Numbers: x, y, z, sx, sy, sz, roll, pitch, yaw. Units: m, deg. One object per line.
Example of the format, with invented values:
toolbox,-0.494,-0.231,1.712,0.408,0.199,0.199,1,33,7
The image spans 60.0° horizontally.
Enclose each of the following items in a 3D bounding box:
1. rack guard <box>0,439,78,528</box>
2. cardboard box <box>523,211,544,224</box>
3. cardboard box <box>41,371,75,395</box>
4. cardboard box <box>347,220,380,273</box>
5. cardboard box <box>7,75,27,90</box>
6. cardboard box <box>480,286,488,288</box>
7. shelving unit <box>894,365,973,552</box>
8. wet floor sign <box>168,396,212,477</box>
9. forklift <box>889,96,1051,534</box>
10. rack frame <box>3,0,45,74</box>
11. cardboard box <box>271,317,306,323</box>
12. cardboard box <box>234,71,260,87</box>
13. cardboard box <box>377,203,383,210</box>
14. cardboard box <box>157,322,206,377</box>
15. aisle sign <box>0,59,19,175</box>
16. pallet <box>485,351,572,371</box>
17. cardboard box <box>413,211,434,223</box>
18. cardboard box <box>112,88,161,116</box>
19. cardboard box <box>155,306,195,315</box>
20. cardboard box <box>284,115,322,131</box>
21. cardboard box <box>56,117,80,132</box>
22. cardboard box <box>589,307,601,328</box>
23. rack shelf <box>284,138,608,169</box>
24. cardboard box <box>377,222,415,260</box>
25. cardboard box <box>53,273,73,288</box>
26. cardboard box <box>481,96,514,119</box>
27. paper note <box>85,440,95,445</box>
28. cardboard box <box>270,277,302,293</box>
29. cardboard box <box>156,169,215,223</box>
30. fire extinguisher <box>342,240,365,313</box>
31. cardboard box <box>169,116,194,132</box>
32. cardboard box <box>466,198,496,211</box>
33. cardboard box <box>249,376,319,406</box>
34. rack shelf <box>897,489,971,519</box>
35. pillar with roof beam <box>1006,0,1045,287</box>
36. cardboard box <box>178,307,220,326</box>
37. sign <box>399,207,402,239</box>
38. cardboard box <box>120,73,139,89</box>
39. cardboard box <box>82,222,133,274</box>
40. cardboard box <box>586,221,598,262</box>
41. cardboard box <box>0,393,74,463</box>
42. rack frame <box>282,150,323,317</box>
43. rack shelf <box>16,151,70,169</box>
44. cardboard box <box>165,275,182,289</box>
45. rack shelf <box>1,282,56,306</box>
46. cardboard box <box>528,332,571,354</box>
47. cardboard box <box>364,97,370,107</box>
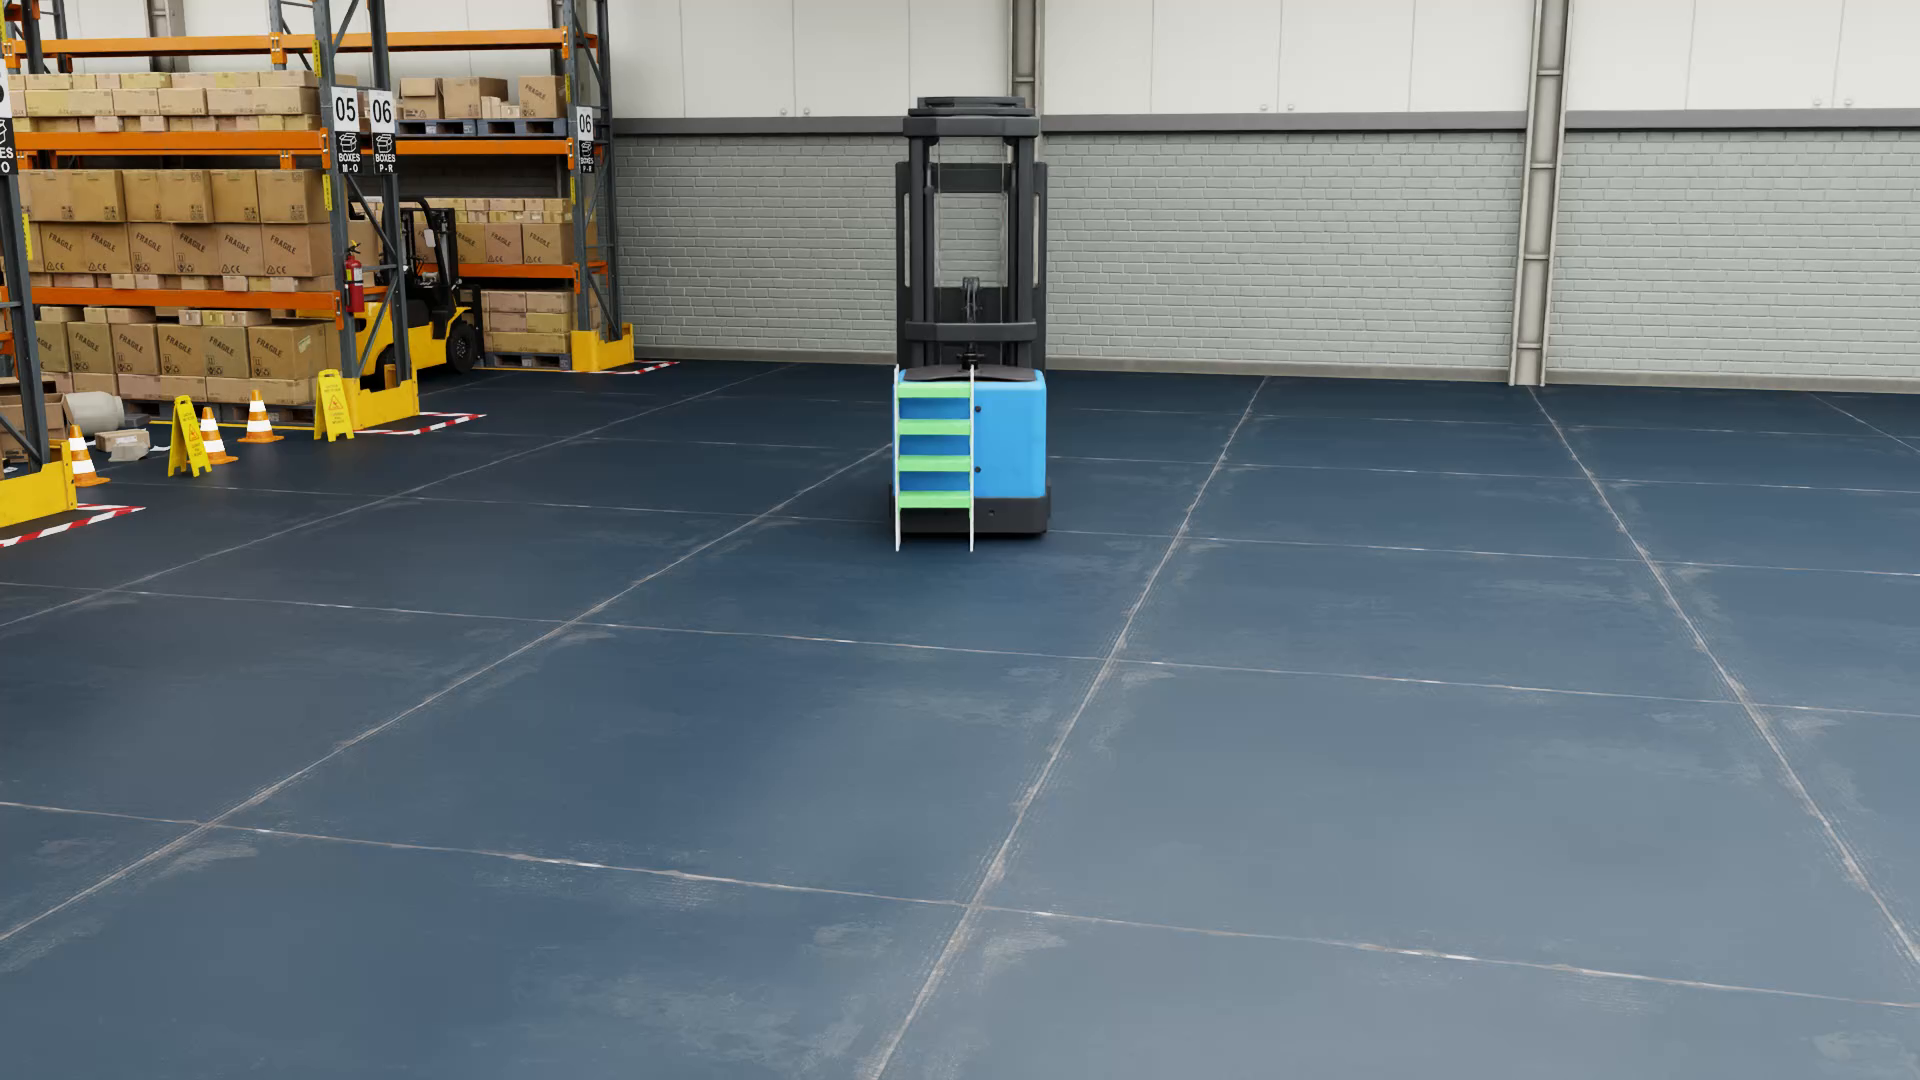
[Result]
rack guard,-6.820,-0.374,11.763,0.348,0.500,1.175,3,13,14
cardboard box,-5.229,-4.017,20.685,0.250,0.149,0.380,3,13,14
cardboard box,-9.131,-1.624,17.007,0.500,0.250,0.500,2,13,11
cardboard box,-6.149,-2.918,16.544,0.500,0.500,0.500,3,13,13
cardboard box,-9.152,-4.488,16.349,0.250,0.149,0.380,3,13,15
cardboard box,-6.456,-3.182,21.722,0.500,0.250,0.500,3,13,12
shelving unit,-0.166,-0.532,10.863,0.503,1.200,0.258,0,13,1
wet floor sign,-6.341,-0.861,13.623,0.232,0.644,0.267,1,13,4
forklift,0.087,-1.737,12.295,1.130,2.935,3.031,0,13,1
rack frame,-9.639,-5.778,16.499,0.127,3.000,1.000,3,13,14
cardboard box,-7.005,-1.997,16.958,0.500,0.500,0.500,3,13,11
cardboard box,-6.648,-4.359,15.768,0.250,0.149,0.380,3,13,13
cardboard box,-7.206,-4.276,21.166,0.250,0.149,0.380,3,13,13
cardboard box,-7.592,-1.911,16.568,0.500,0.500,0.500,3,13,12
aisle sign,-6.703,-2.924,11.484,0.004,0.787,0.394,3,13,14
pallet,-5.323,-2.355,21.360,1.213,0.211,1.003,3,13,14
cardboard box,-6.711,-4.102,21.069,0.250,0.149,0.380,3,13,12
cardboard box,-7.801,-4.226,16.088,0.500,0.250,0.500,3,13,14
cardboard box,-10.445,-3.044,22.540,0.625,0.625,0.875,3,13,11
cardboard box,-6.169,-3.943,15.734,0.250,0.149,0.380,3,13,14
cardboard box,-8.654,-4.087,16.382,0.250,0.149,0.380,3,13,15
cardboard box,-4.977,-2.860,21.424,0.500,0.250,0.500,3,13,15
rack shelf,-6.512,-4.902,21.140,4.000,0.370,1.077,3,13,14
cardboard box,-7.084,-3.814,21.269,0.500,0.500,0.500,3,13,13
cardboard box,-8.887,-2.633,16.755,0.250,0.149,0.380,3,13,13
cardboard box,-5.694,-5.330,20.518,0.258,0.266,0.396,3,13,14
paper note,-7.939,-0.892,15.211,0.142,0.019,0.148,8,15,33
cardboard box,-6.443,-2.483,16.079,0.250,0.149,0.380,3,13,13
cardboard box,-7.313,-3.337,16.122,0.500,0.500,0.700,3,13,13
fire extinguisher,-5.755,-2.501,15.758,0.183,0.674,0.296,3,13,14
cardboard box,-7.406,-4.015,16.060,0.250,0.149,0.380,3,13,12
cardboard box,-5.979,-4.203,20.838,0.250,0.149,0.380,3,13,15
cardboard box,-6.628,-1.491,16.405,0.500,0.250,0.500,3,13,13
rack shelf,-0.166,-0.236,10.929,0.480,0.148,0.258,0,13,1
pillar with roof beam,-0.236,-5.623,15.802,0.400,9.000,9.100,3,13,14
cardboard box,-7.467,-2.206,16.402,0.250,0.149,0.380,4,13,16
sign,-5.626,-3.178,16.634,0.005,0.325,0.100,3,13,14
cardboard box,-7.883,-4.432,16.097,0.250,0.149,0.380,3,13,15
cardboard box,-8.302,-2.911,16.514,0.500,0.500,0.500,3,13,13
cardboard box,-4.985,-3.818,21.287,0.500,0.500,0.500,3,13,15
cardboard box,-8.068,-0.981,14.495,0.637,0.503,0.797,-6,14,-25
rack frame,-8.454,-3.893,21.855,0.127,3.000,1.000,3,13,14
rack shelf,-14.279,-5.317,23.011,4.000,0.370,1.077,3,13,14
cardboard box,-7.649,-2.576,16.501,0.250,0.149,0.380,3,13,14
rack shelf,-11.581,-2.601,17.695,4.000,0.370,1.077,3,13,14
cardboard box,-5.102,-2.506,20.982,0.500,0.250,0.500,3,13,14
cardboard box,-7.704,-5.473,21.057,0.500,0.311,0.500,3,13,15
